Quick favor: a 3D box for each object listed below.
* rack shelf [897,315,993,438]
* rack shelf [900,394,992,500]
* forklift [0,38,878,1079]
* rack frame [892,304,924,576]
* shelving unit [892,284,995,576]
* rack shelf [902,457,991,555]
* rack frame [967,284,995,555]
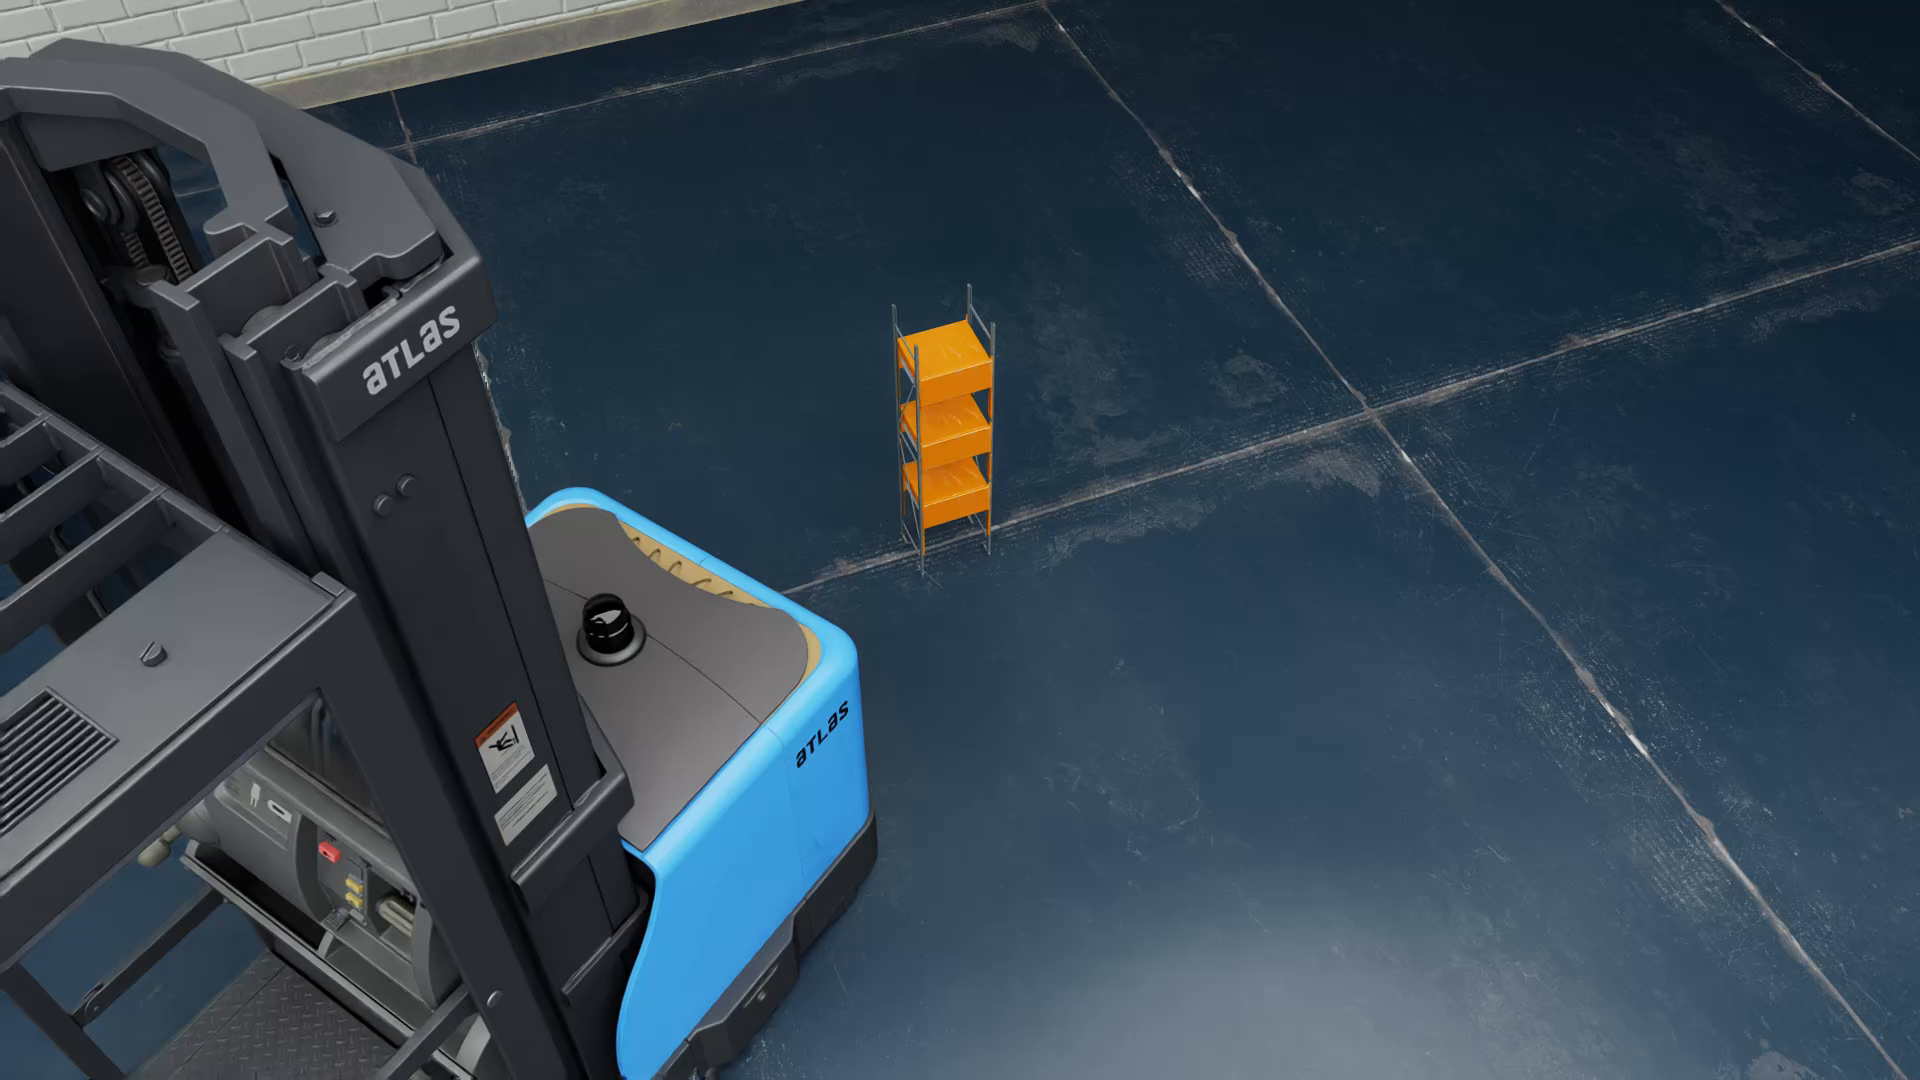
[{"bbox_3d":[-0.050,-0.505,5.131,0.240,0.259,0.215,-17,52,-14],"label":"rack shelf"},{"bbox_3d":[-0.050,-0.320,5.347,0.240,0.259,0.215,-17,52,-14],"label":"rack shelf"},{"bbox_3d":[-1.491,0.704,3.213,1.130,2.935,3.031,28,55,22],"label":"forklift"},{"bbox_3d":[-0.162,-0.292,5.308,0.008,1.050,0.200,-17,52,-14],"label":"rack frame"},{"bbox_3d":[-0.050,-0.327,5.339,0.252,1.050,0.215,-17,52,-14],"label":"shelving unit"},{"bbox_3d":[-0.050,-0.139,5.557,0.240,0.259,0.215,-17,52,-14],"label":"rack shelf"},{"bbox_3d":[0.063,-0.362,5.369,0.008,1.050,0.200,-17,52,-14],"label":"rack frame"}]
